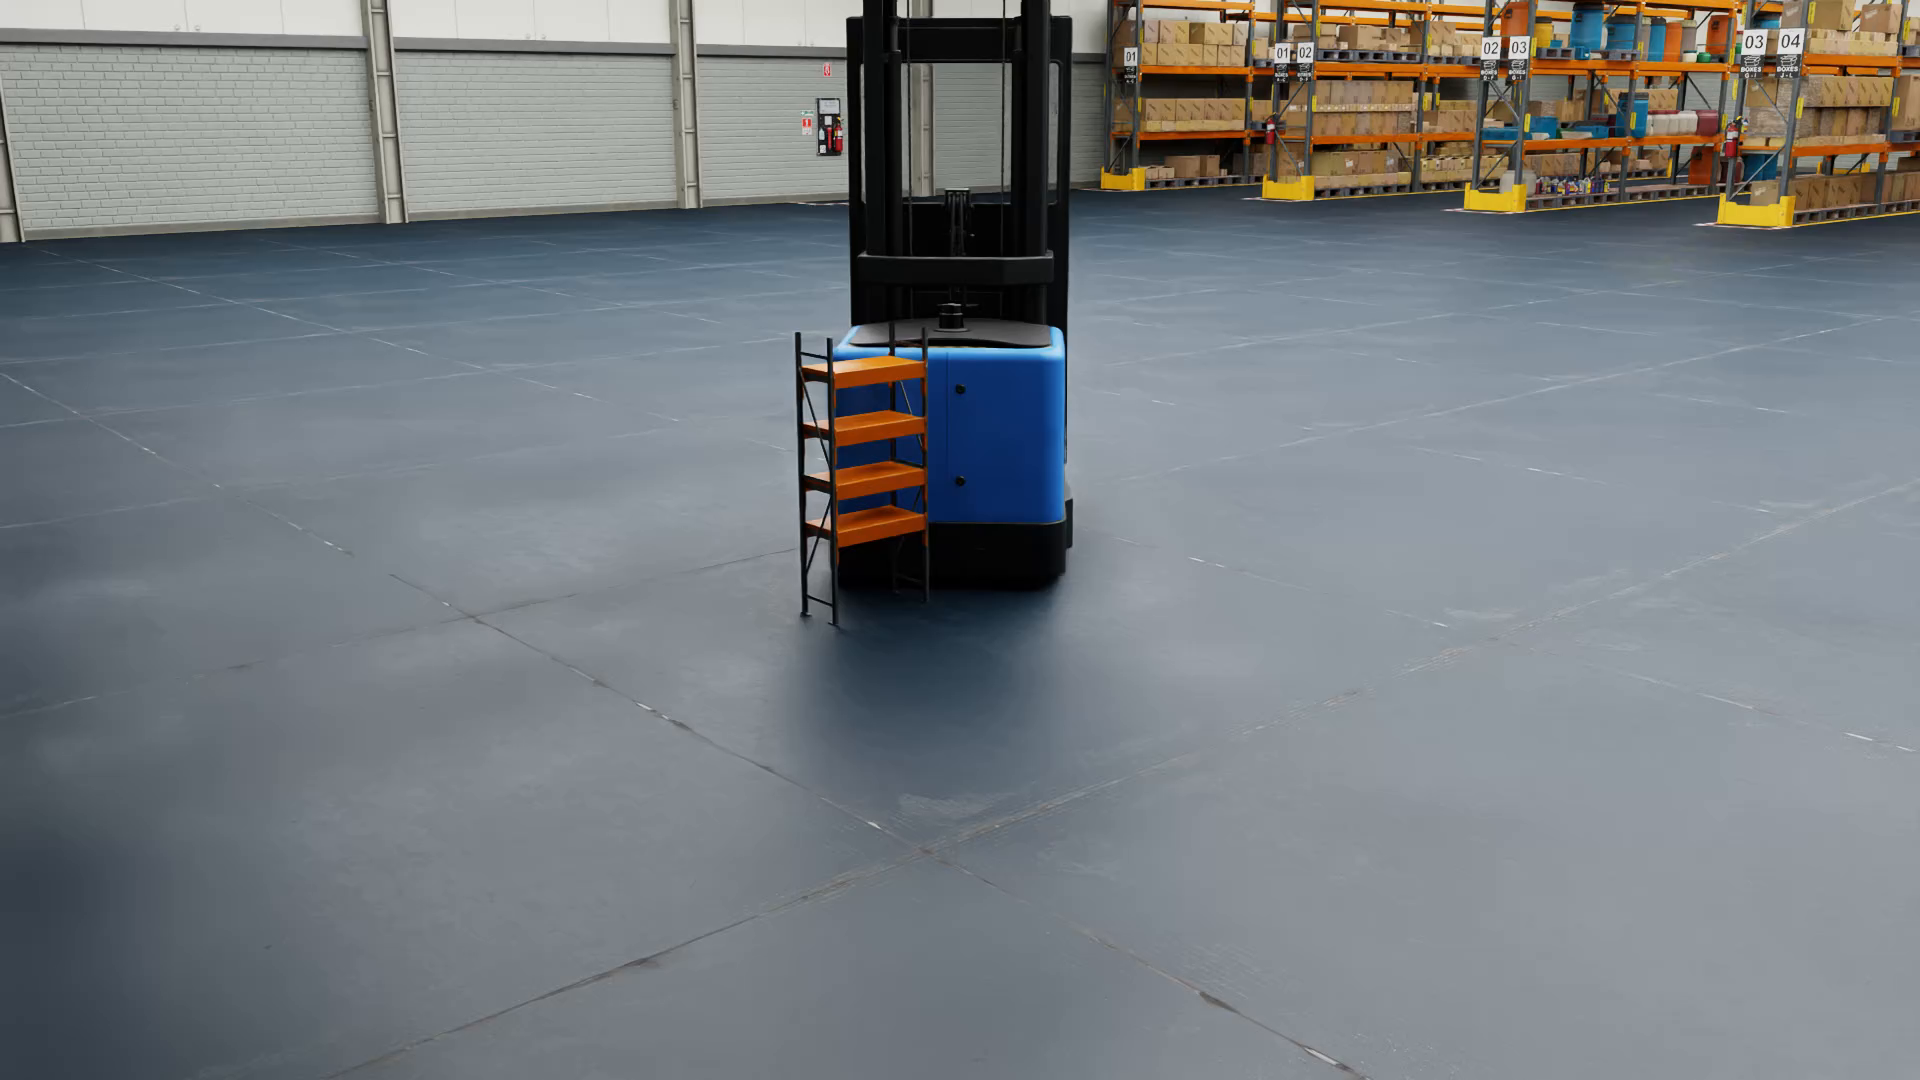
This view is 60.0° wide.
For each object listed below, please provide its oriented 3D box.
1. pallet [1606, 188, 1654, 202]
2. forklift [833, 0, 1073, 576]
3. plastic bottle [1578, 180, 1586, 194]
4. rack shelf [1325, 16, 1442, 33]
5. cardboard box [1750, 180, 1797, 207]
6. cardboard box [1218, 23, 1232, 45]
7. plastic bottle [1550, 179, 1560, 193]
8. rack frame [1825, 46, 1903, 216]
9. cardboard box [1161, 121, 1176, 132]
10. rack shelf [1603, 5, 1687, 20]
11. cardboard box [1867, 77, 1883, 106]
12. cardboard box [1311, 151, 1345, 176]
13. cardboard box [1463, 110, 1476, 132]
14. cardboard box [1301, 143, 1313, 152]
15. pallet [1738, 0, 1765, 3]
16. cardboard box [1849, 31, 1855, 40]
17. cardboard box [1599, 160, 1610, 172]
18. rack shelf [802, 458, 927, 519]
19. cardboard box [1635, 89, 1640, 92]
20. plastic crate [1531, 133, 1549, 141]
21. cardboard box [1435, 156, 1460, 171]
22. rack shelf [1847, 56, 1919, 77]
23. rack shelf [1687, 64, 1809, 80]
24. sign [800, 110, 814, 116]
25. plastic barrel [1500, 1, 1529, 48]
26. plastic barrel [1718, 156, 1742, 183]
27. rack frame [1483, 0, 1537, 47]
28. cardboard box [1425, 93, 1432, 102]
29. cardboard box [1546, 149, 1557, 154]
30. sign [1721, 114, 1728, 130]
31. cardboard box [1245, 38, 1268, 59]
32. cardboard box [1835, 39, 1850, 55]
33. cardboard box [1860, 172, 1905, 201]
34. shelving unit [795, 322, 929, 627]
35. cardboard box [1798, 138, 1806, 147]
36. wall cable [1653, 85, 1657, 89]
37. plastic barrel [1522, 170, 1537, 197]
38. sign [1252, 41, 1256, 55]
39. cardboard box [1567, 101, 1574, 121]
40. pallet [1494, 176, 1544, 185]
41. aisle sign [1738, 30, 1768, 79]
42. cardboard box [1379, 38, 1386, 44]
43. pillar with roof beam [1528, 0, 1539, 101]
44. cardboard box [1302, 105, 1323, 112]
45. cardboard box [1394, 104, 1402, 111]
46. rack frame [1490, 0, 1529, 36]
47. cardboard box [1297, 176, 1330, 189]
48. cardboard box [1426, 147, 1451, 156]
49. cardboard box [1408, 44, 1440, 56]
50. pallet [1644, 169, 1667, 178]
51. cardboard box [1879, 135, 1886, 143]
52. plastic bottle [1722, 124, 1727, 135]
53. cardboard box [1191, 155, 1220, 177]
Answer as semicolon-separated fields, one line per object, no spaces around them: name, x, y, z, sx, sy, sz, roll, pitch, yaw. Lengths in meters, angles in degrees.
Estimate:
pallet;13.870;-7.271;35.063;1.213;0.211;1.003;-13;19;-39
forklift;0.008;-1.582;8.492;1.130;2.935;3.031;1;15;2
plastic bottle;12.493;-7.096;33.427;0.135;0.276;0.152;-12;19;-38
rack shelf;11.326;-13.781;44.573;4.000;0.370;1.077;-13;19;-39
cardboard box;14.019;-5.934;28.683;0.500;0.500;0.500;-9;17;-29
cardboard box;6.191;-12.164;39.994;0.500;0.500;0.500;-11;19;-36
plastic bottle;12.075;-7.190;33.781;0.135;0.276;0.152;-13;19;-39
rack frame;16.554;-7.514;30.567;0.127;3.000;1.000;-13;19;-39
cardboard box;4.741;-9.778;39.296;0.500;0.250;0.500;-13;20;-41
rack shelf;17.598;-13.686;43.451;4.000;0.370;1.077;-13;19;-39
cardboard box;16.019;-7.974;29.583;0.500;0.500;0.500;-13;19;-39
cardboard box;7.963;-8.135;35.953;0.500;0.500;0.500;-13;19;-39
cardboard box;11.816;-9.882;39.238;0.500;0.500;0.500;-14;20;-42
cardboard box;8.837;-10.235;43.293;0.500;0.250;0.500;-12;19;-38
pallet;16.885;-11.886;36.451;1.003;0.211;1.213;-13;19;-39
cardboard box;15.246;-8.719;28.785;0.250;0.149;0.380;-14;20;-41
cardboard box;16.548;-9.741;43.262;0.500;0.311;0.500;-13;19;-39
rack shelf;-0.403;-0.221;7.013;0.480;0.148;0.258;-12;19;-39
cardboard box;17.406;-11.529;43.468;0.500;0.500;0.500;-13;20;-41
plastic crate;11.172;-7.762;32.008;0.250;0.136;0.298;-13;19;-39
cardboard box;11.300;-8.782;38.741;0.500;0.311;0.500;-14;20;-41
rack shelf;18.063;-8.954;31.542;4.000;0.370;1.077;-13;19;-39
rack shelf;17.829;-10.596;37.688;4.000;0.370;1.077;-13;19;-39
sign;-3.149;-8.787;34.239;0.331;0.109;0.001;-13;19;-39
plastic barrel;10.568;-9.767;31.545;0.708;0.830;0.600;-13;19;-39
plastic barrel;17.530;-8.471;38.010;0.708;0.588;0.600;-13;19;-39
rack frame;10.285;-10.699;30.866;0.127;3.000;1.000;-13;19;-39
cardboard box;12.650;-12.197;45.838;0.500;0.250;0.500;-12;19;-38
cardboard box;14.810;-9.962;42.269;0.500;0.250;0.500;-13;19;-39
sign;16.687;-9.129;36.297;0.005;0.325;0.100;-13;19;-39
cardboard box;7.264;-12.184;41.232;0.500;0.500;0.500;-9;18;-32
cardboard box;14.831;-8.416;28.423;0.500;0.250;0.500;-13;20;-40
cardboard box;17.404;-6.696;31.496;0.500;0.500;0.700;-13;20;-40
shelving unit;-0.403;-0.286;6.995;0.503;1.200;0.258;-12;19;-39
cardboard box;14.109;-6.755;28.215;0.250;0.149;0.380;-13;19;-39
wall cable;20.353;-14.726;51.961;0.112;2.526;3.097;-13;19;-39
plastic barrel;11.110;-7.013;32.698;0.421;0.512;0.421;0;15;0
sign;7.161;-12.001;40.553;0.005;0.325;0.100;-13;19;-39
cardboard box;15.108;-10.884;42.177;0.500;0.500;0.700;-9;17;-31
pallet;13.660;-8.893;41.132;1.213;0.211;1.003;-13;19;-39
aisle sign;13.293;-8.140;27.875;0.004;0.787;0.394;-13;19;-39
cardboard box;9.094;-10.994;36.872;0.500;0.311;0.500;-14;20;-42
pillar with roof beam;20.147;-15.126;47.439;0.400;9.000;9.100;-13;19;-39
cardboard box;7.474;-9.152;35.248;0.250;0.149;0.380;-13;20;-40
cardboard box;9.606;-9.631;37.041;0.250;0.149;0.380;-13;20;-41
rack frame;13.072;-13.019;39.552;0.127;3.000;1.000;-13;19;-39
cardboard box;7.587;-7.687;35.732;0.500;0.250;0.500;-13;19;-39
cardboard box;13.466;-10.864;47.139;0.500;0.500;0.700;-12;19;-39
cardboard box;10.525;-11.125;37.752;0.500;0.250;0.500;-10;18;-34
pallet;18.448;-9.980;45.206;1.213;0.211;1.003;-13;19;-39
cardboard box;16.585;-7.299;30.249;0.250;0.149;0.380;-13;19;-39
plastic bottle;16.859;-9.106;36.769;0.135;0.276;0.152;-13;19;-39
cardboard box;6.043;-9.228;40.976;0.500;0.500;0.500;14;21;43
